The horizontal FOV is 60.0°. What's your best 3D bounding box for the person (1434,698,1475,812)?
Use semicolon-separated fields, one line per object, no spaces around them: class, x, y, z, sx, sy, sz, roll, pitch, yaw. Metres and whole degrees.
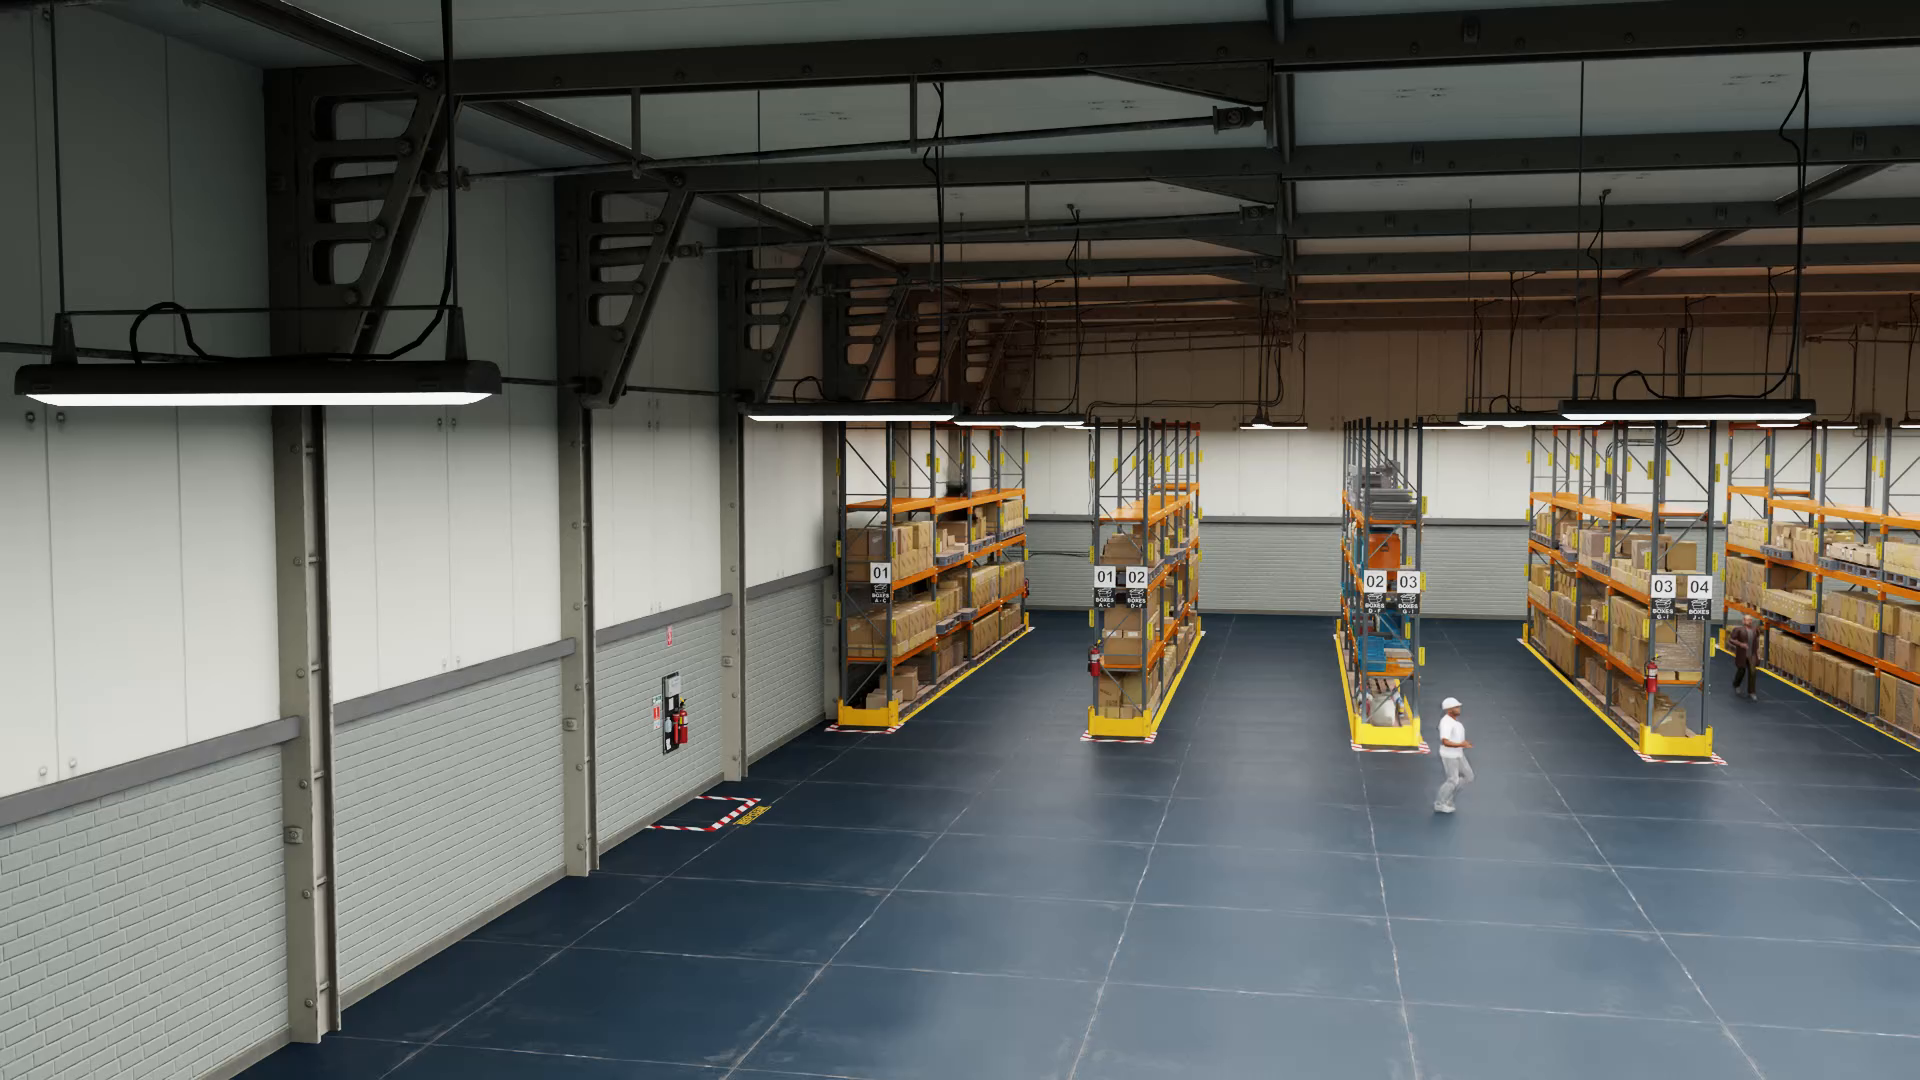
person;7.440;3.227;24.929;0.627;1.732;0.675;2;4;31

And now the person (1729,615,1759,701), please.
person;16.902;2.506;35.807;0.698;1.800;0.985;0;4;7
